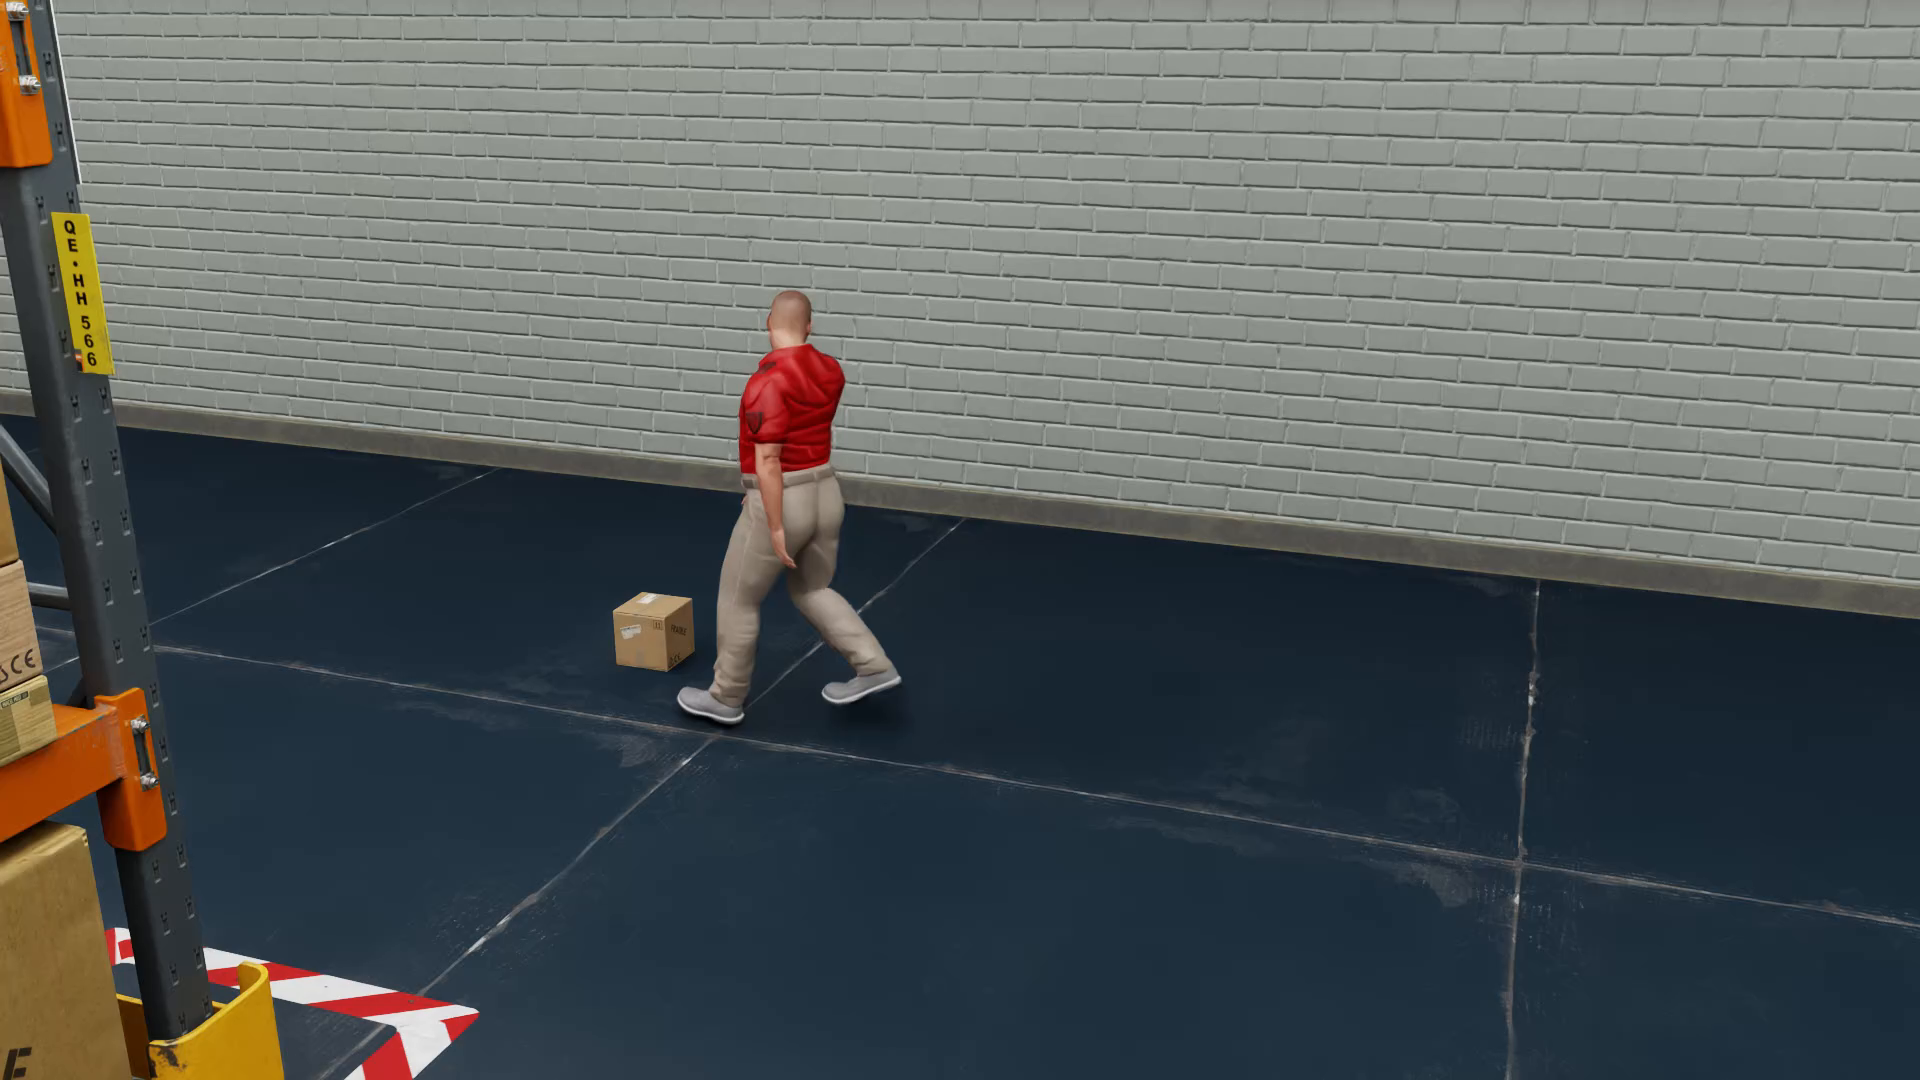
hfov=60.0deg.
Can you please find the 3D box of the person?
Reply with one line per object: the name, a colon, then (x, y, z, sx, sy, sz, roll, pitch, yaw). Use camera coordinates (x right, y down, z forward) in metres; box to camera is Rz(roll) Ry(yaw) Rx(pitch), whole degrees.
person: (-0.671, -0.117, 6.447, 0.816, 1.681, 0.592, 13, 22, 34)
